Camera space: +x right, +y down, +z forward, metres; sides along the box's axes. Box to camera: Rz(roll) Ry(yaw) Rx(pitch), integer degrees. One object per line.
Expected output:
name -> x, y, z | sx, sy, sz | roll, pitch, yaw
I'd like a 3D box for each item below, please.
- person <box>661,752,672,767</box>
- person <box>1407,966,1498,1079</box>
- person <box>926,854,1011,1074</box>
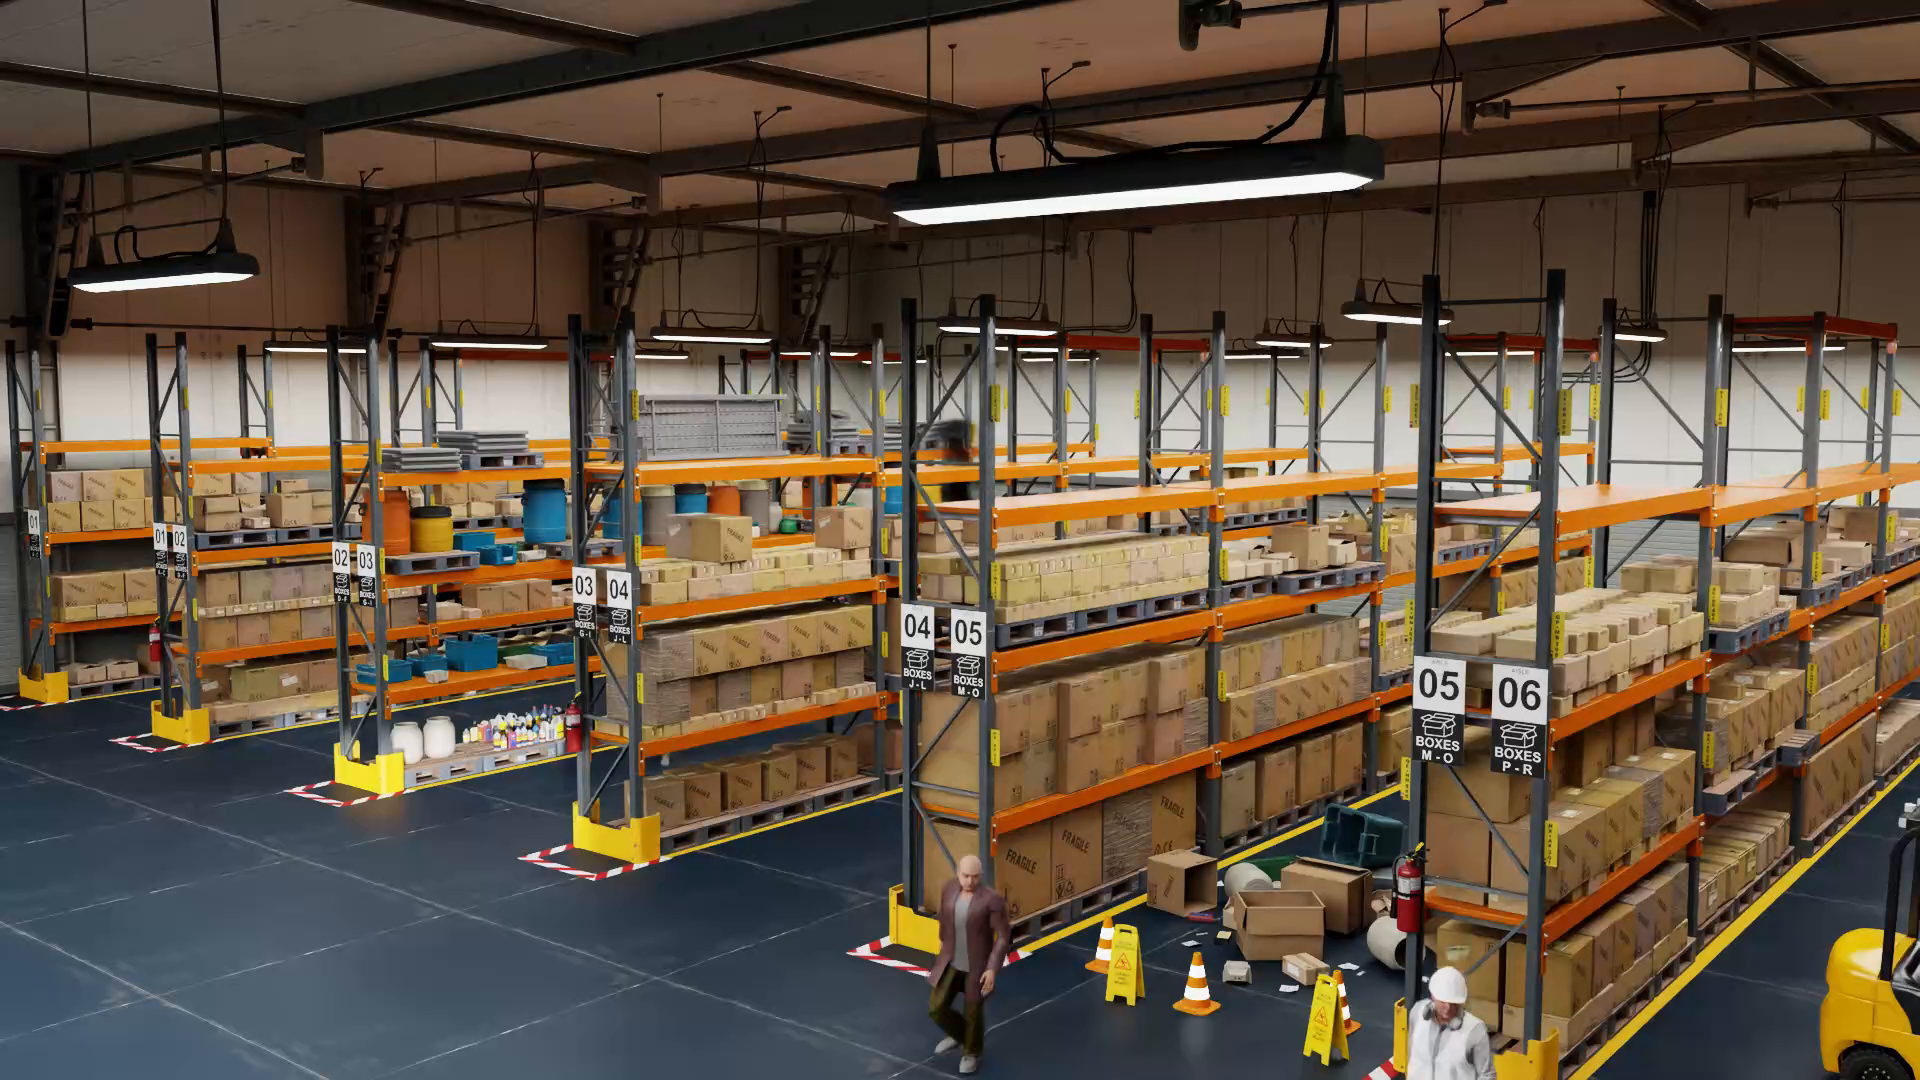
person -> -4.143, 2.280, 23.177 | 0.602, 1.645, 0.946 | 1, 5, 12
person -> 2.952, 3.396, 10.099 | 0.645, 1.725, 0.718 | 3, 6, 33
person -> 0.077, 3.272, 12.495 | 0.698, 1.558, 0.682 | 2, 6, 22
